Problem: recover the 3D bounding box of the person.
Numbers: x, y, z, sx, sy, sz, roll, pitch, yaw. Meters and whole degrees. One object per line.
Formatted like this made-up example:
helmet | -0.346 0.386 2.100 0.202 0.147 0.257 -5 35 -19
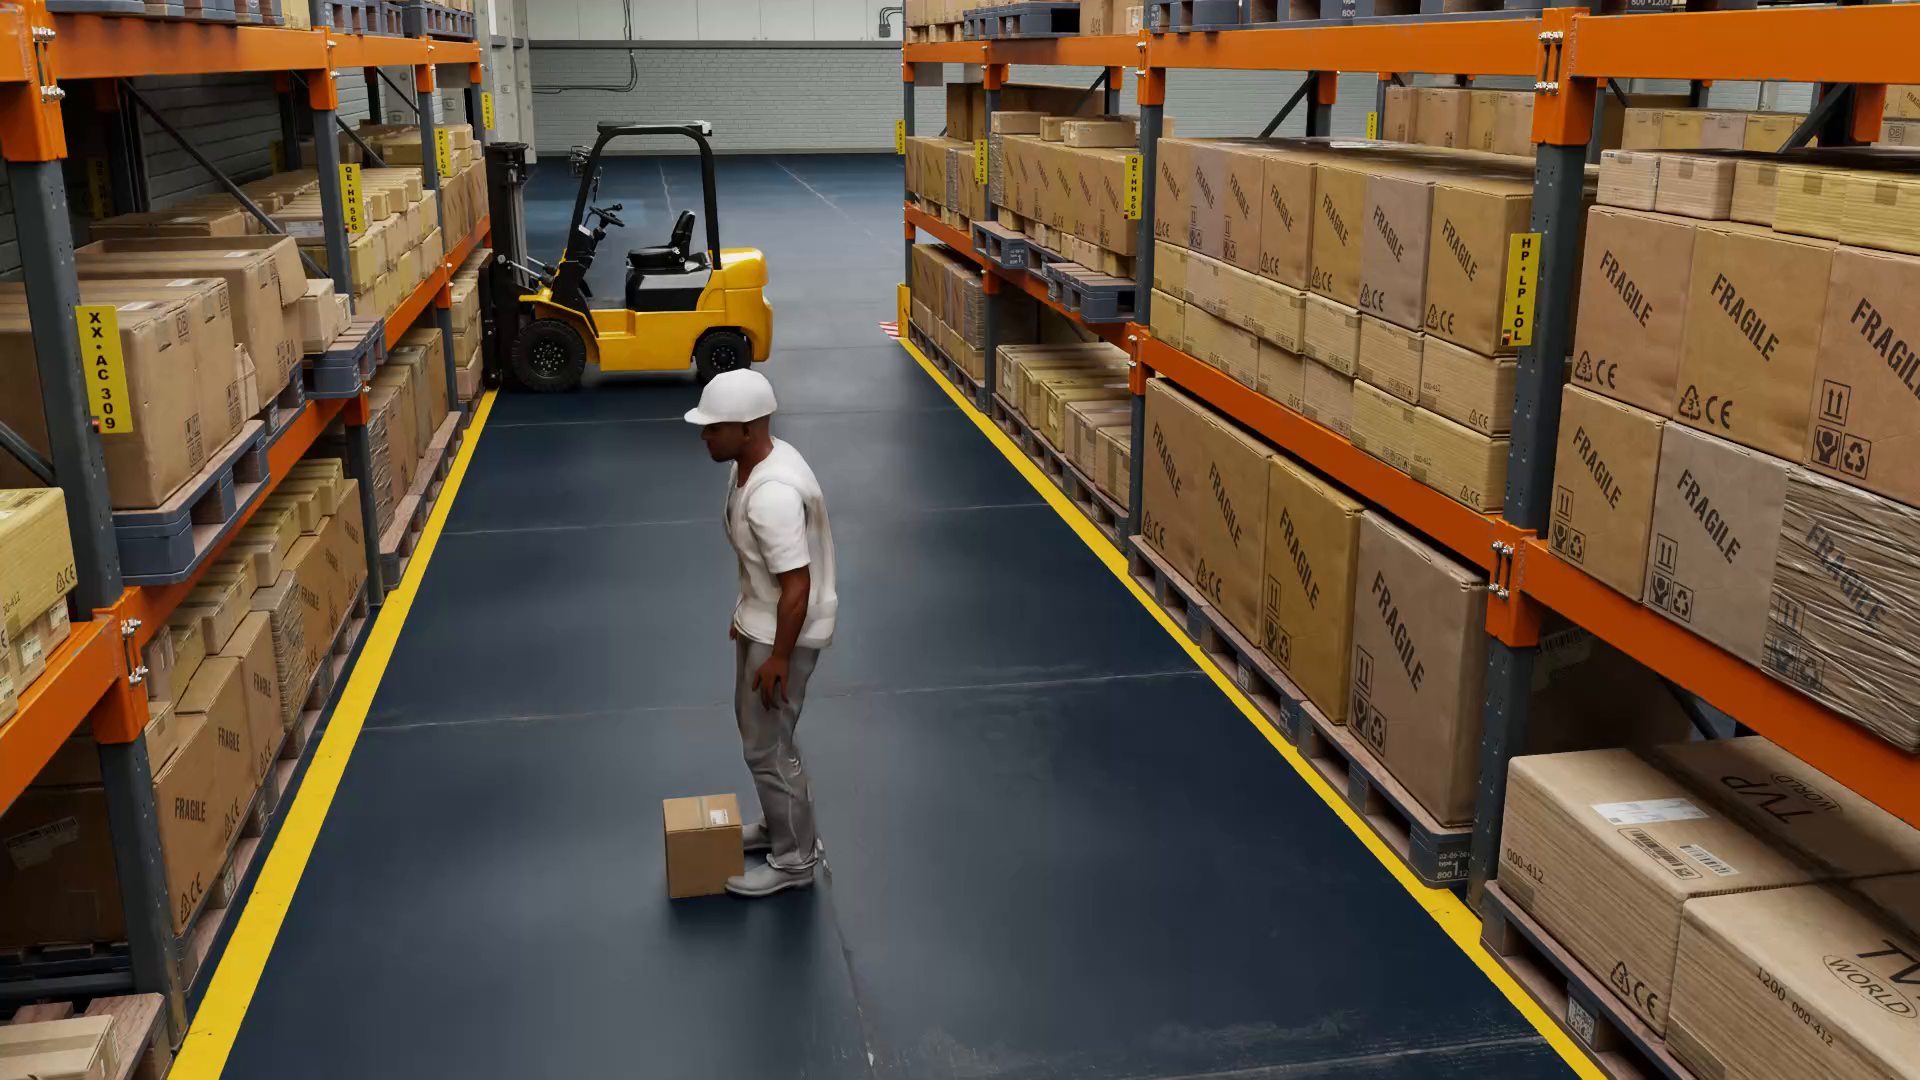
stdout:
person | -0.643 0.300 5.476 0.462 1.759 0.629 -4 17 -14
